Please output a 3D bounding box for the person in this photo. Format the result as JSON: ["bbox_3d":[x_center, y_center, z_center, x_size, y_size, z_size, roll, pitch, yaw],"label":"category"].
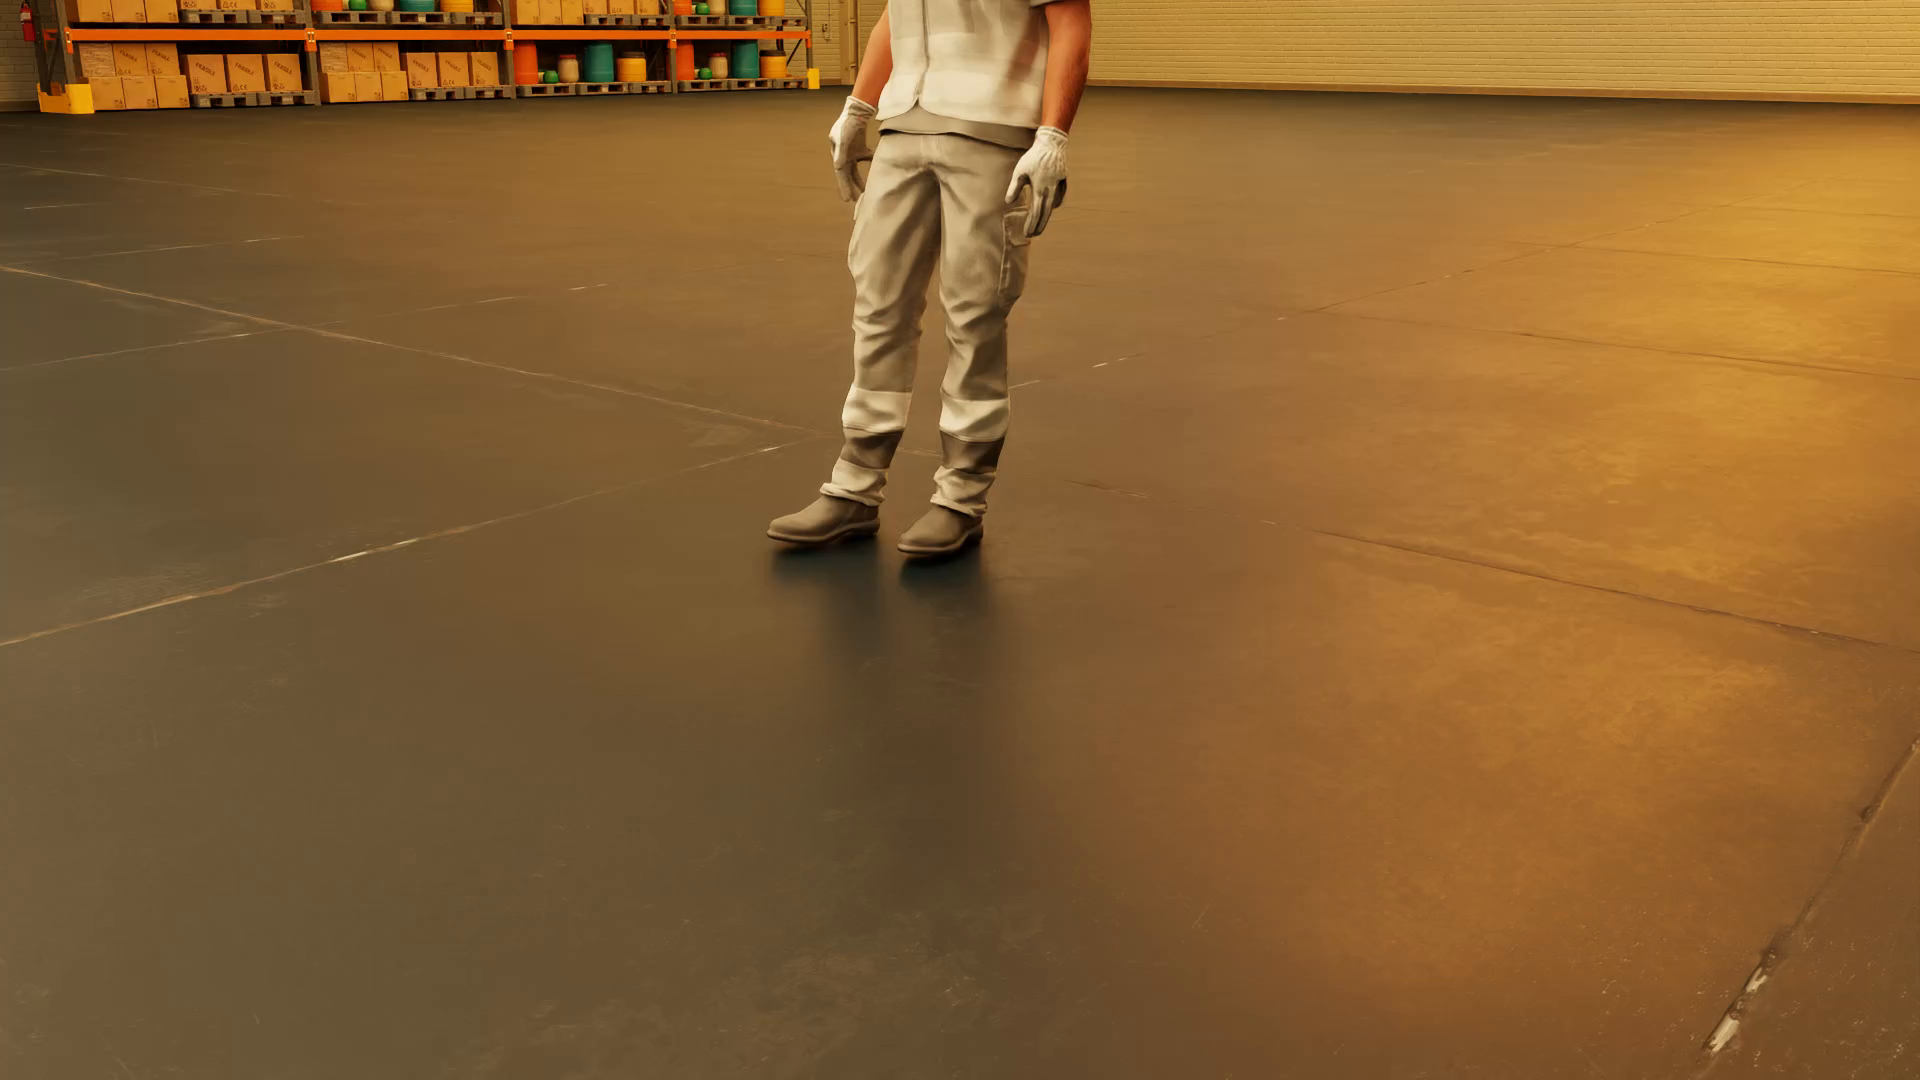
[{"bbox_3d":[-0.061,-0.847,3.628,0.637,1.790,0.562,13,21,37],"label":"person"}]
